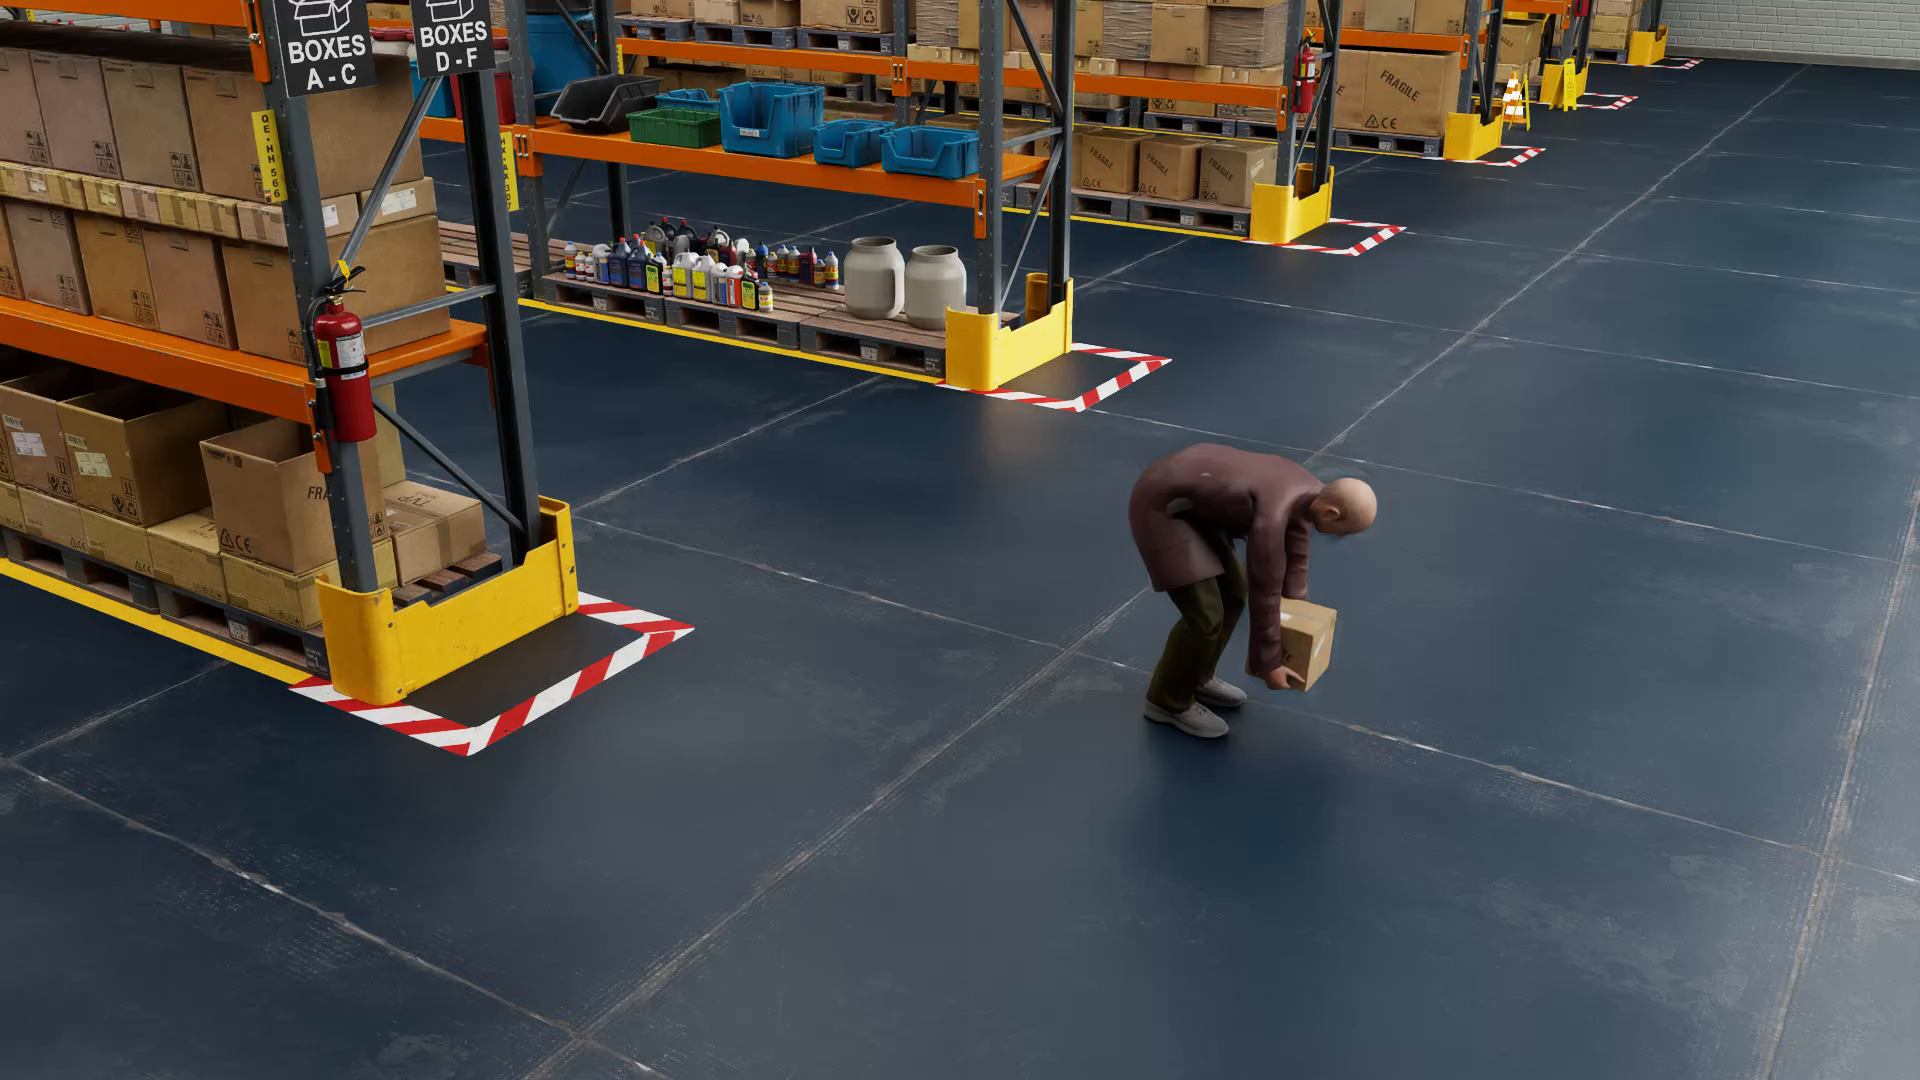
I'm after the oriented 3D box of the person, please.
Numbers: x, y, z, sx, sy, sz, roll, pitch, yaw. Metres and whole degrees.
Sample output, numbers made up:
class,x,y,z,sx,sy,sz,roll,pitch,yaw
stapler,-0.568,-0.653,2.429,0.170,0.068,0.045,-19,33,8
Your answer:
class,x,y,z,sx,sy,sz,roll,pitch,yaw
person,1.102,0.211,6.436,0.948,1.140,0.564,13,26,27
